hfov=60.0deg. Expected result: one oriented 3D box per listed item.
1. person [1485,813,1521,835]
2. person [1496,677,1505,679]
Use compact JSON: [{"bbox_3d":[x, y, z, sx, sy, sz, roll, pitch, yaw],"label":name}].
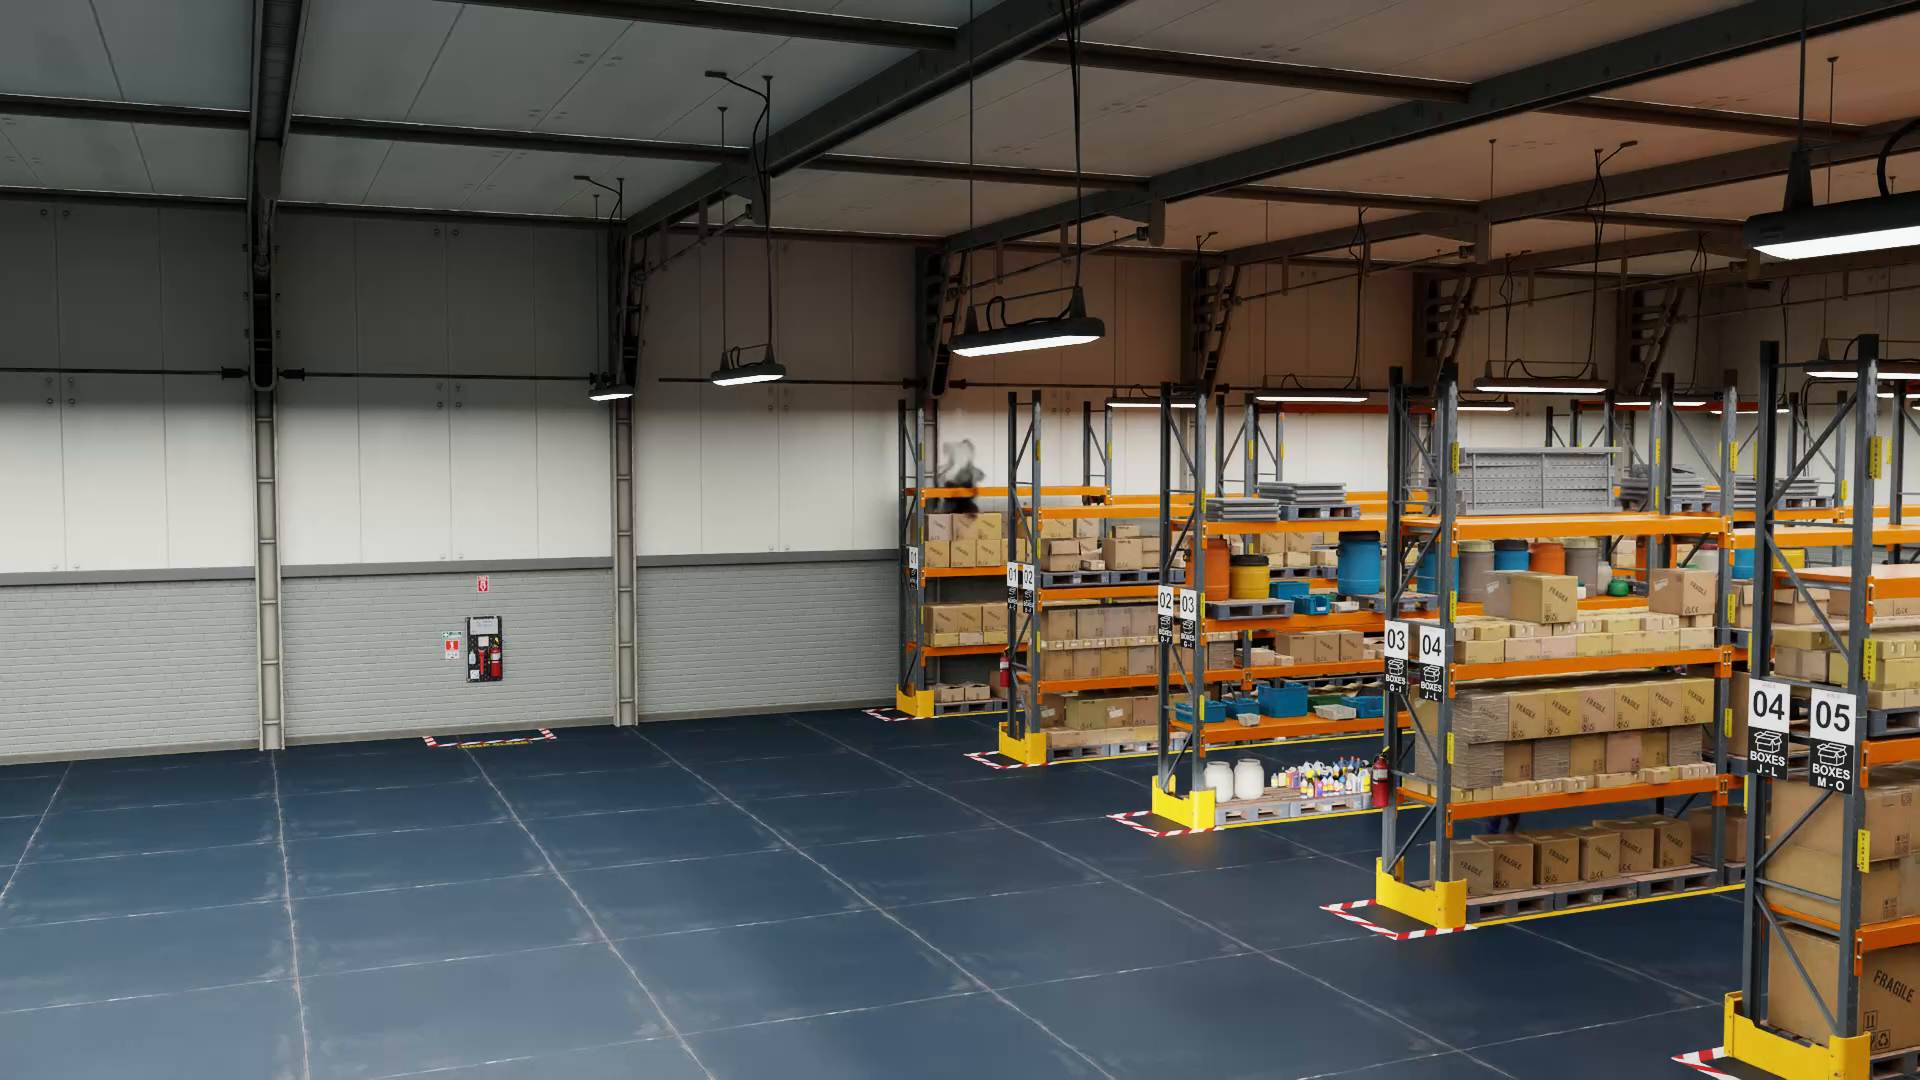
[{"bbox_3d":[6.961,3.095,21.447,0.929,1.628,0.612,-2,4,-32],"label":"person"},{"bbox_3d":[8.886,2.690,26.878,0.879,1.773,0.705,-2,4,-27],"label":"person"}]
